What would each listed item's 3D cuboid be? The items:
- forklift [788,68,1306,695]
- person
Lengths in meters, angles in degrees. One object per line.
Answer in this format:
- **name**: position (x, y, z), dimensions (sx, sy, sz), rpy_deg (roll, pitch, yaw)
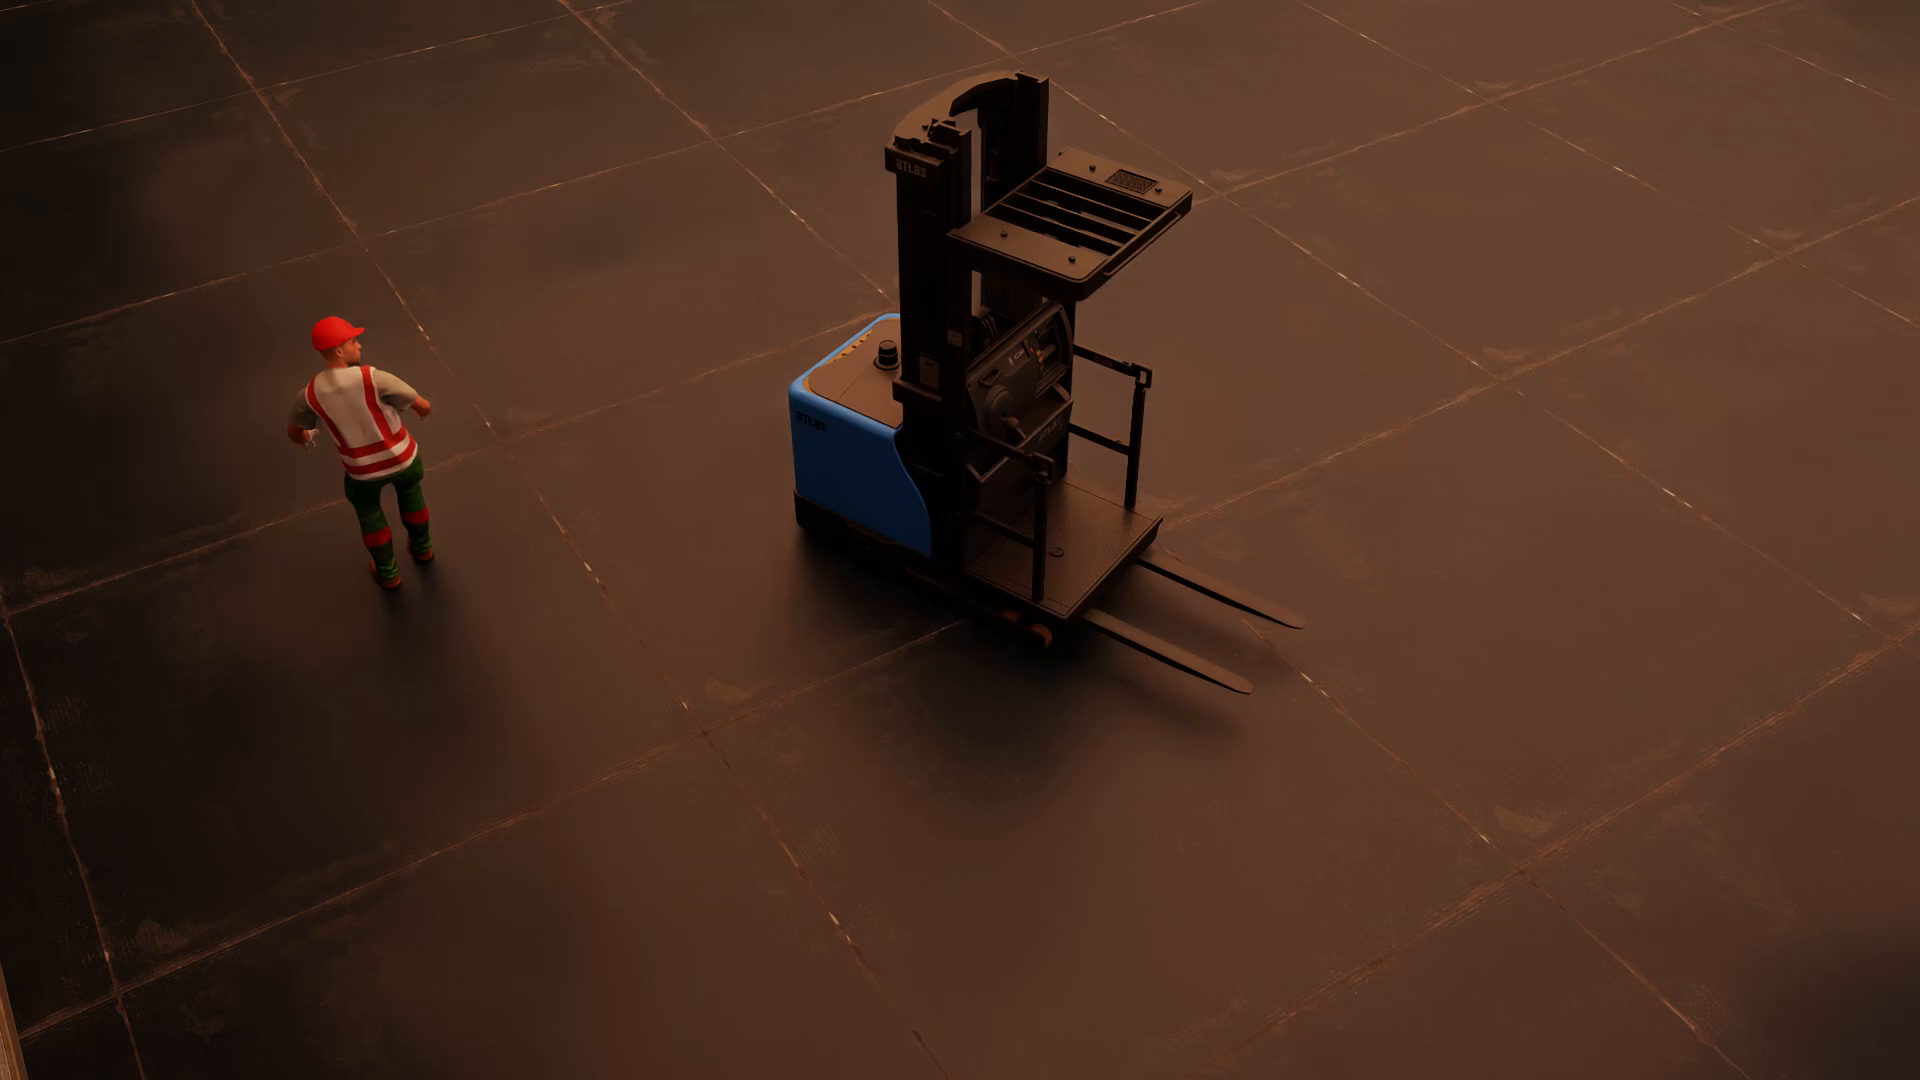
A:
- **forklift**: position (0.496, -0.872, 8.869), dimensions (3.031, 2.935, 1.130), rpy_deg (25, 47, 26)
- **person**: position (-3.332, -0.504, 9.387), dimensions (0.771, 1.727, 0.549), rpy_deg (-12, 43, -14)
